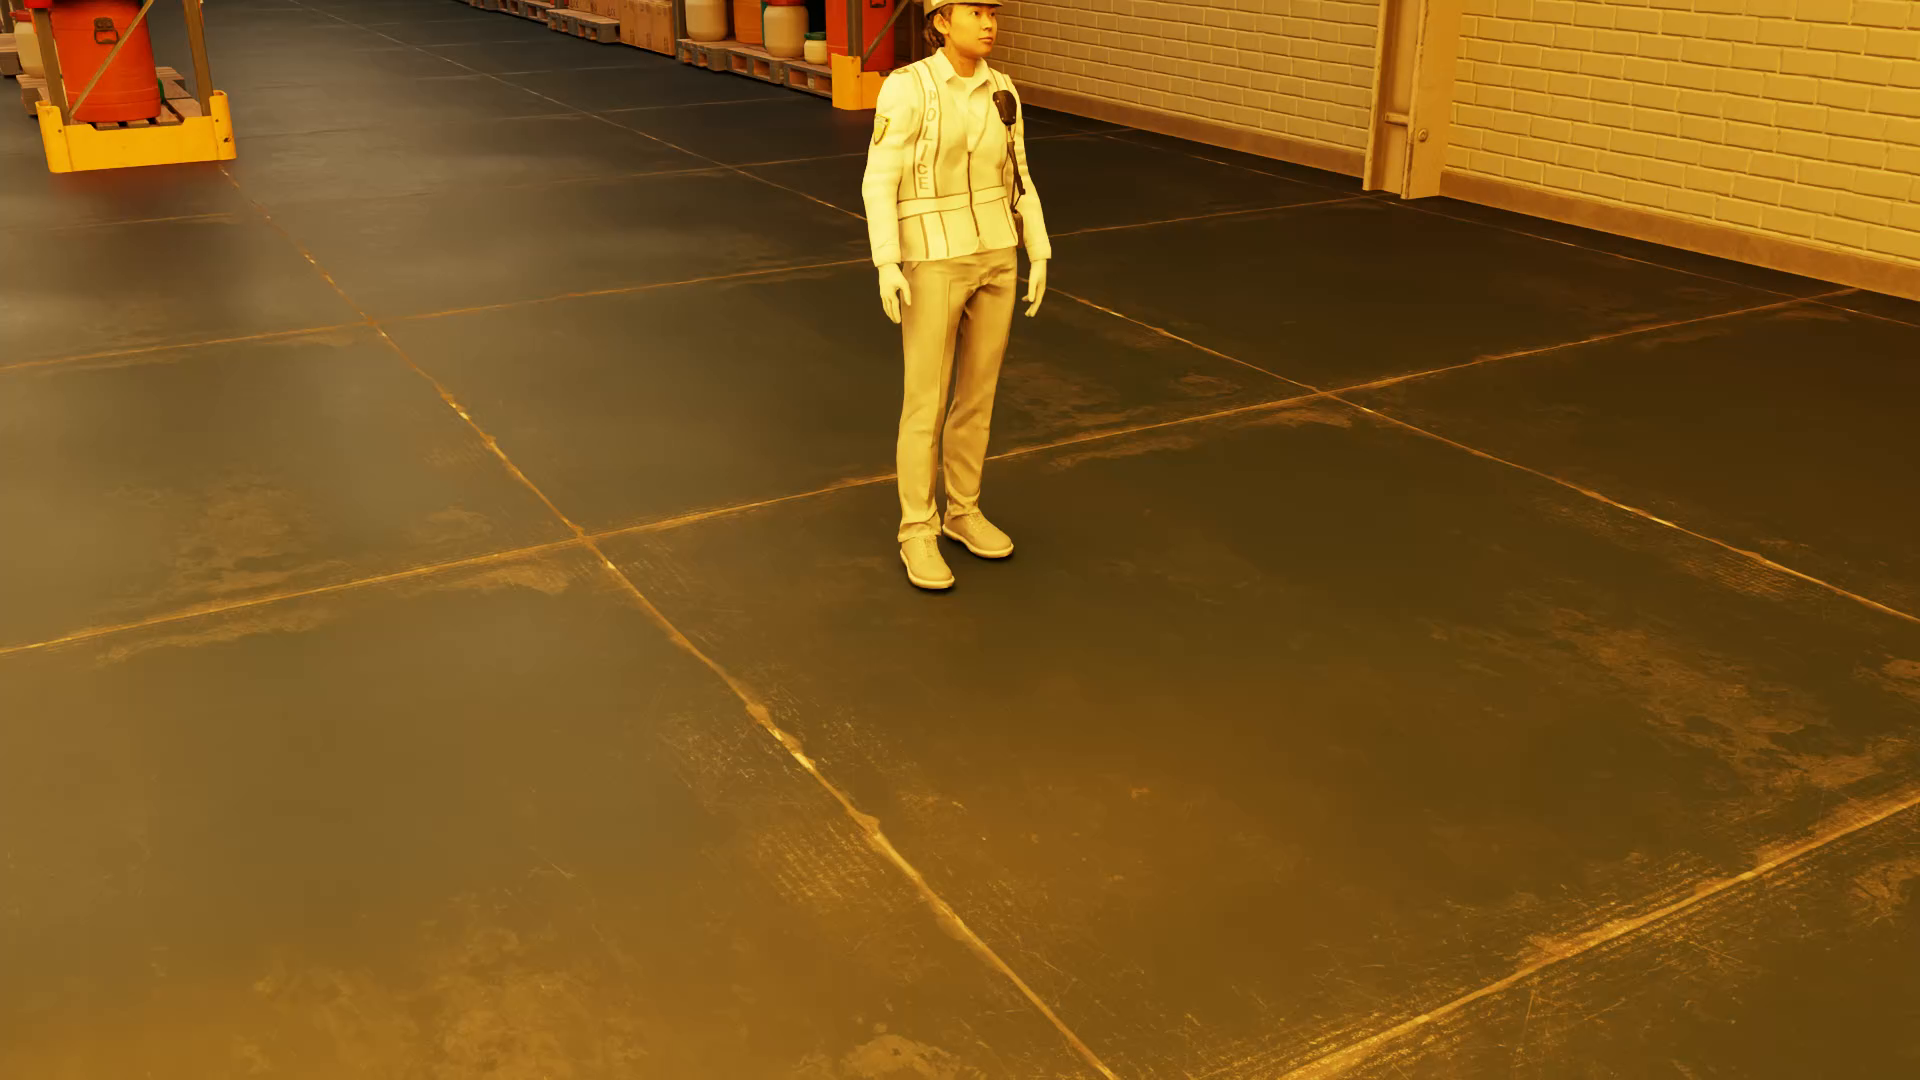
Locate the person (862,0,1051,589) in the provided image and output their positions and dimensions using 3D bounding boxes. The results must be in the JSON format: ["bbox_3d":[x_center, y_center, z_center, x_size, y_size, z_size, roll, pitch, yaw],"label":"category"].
[{"bbox_3d":[0.029,-0.767,4.752,0.586,1.694,0.530,-12,25,-28],"label":"person"}]
